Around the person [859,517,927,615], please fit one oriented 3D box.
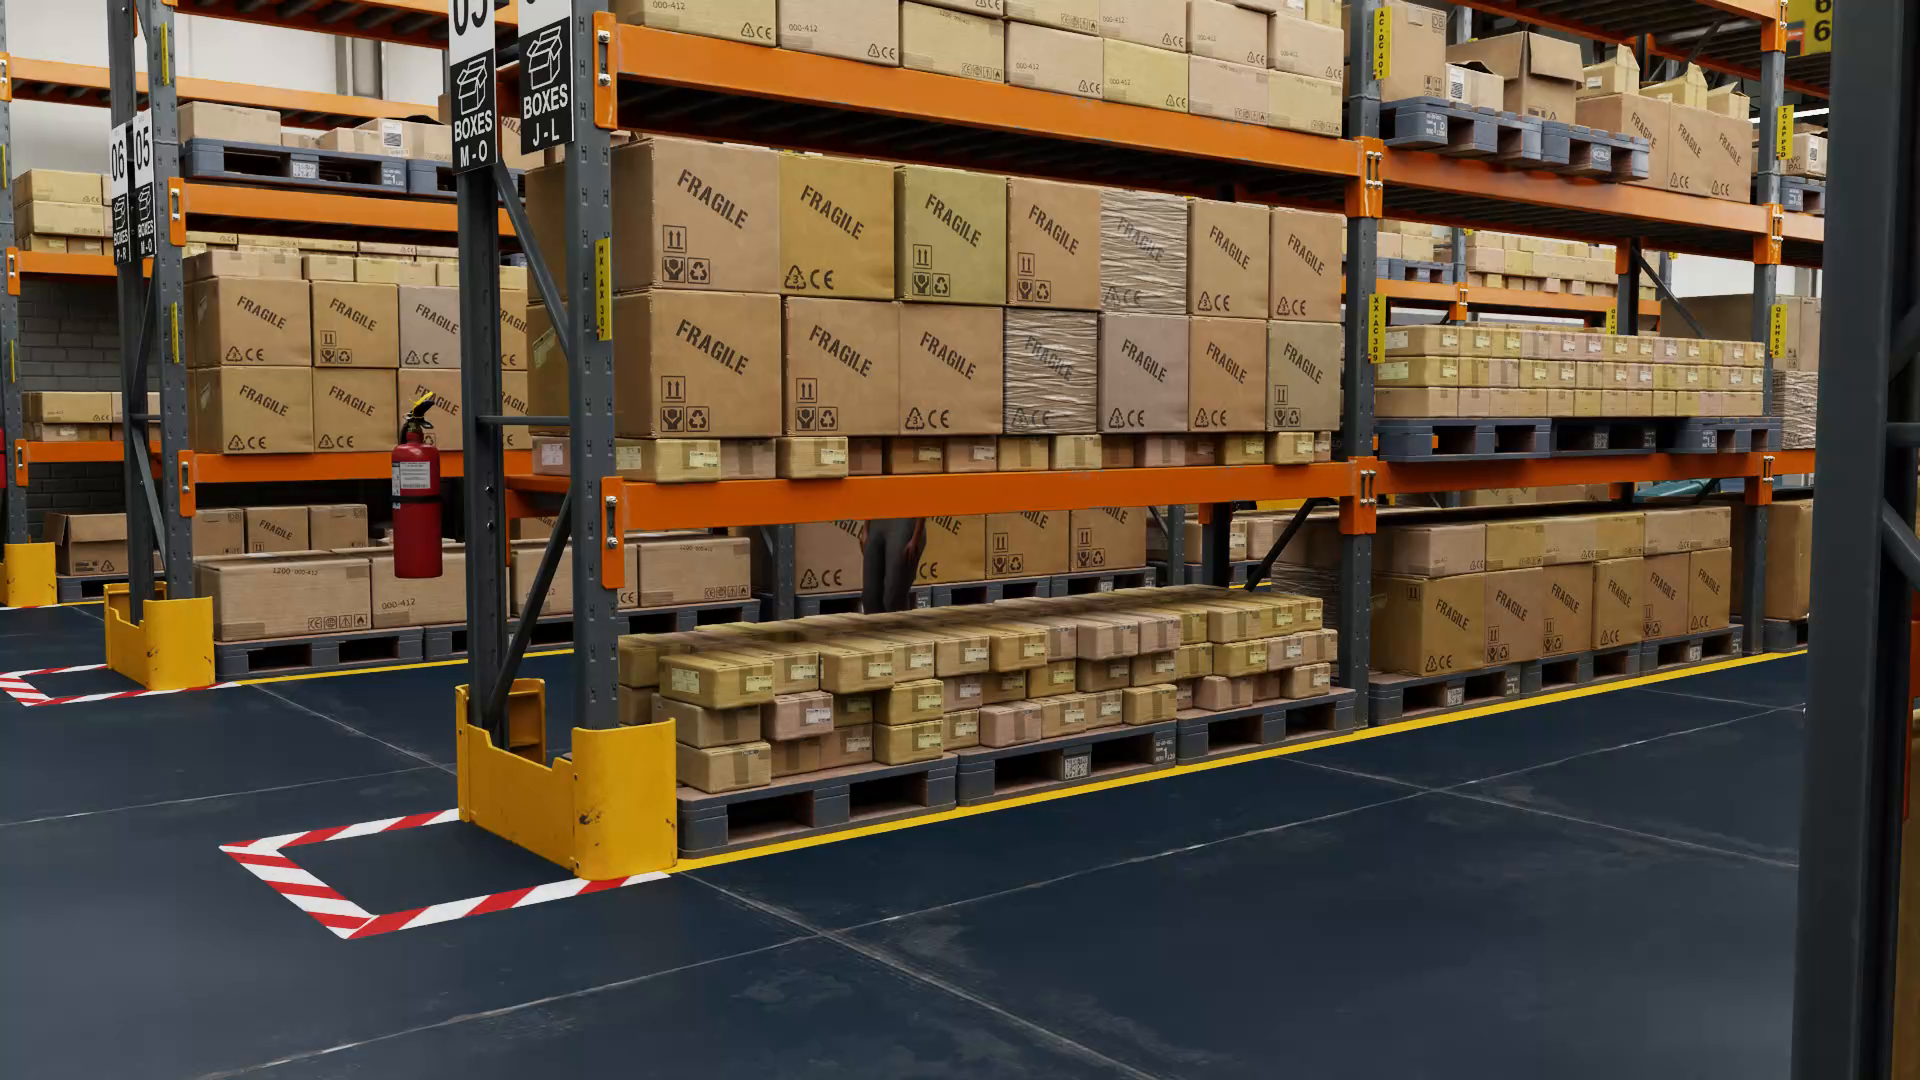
[{"bbox_3d":[-0.417,-0.017,9.512,0.402,1.653,0.525,-4,6,-42],"label":"person"}]
